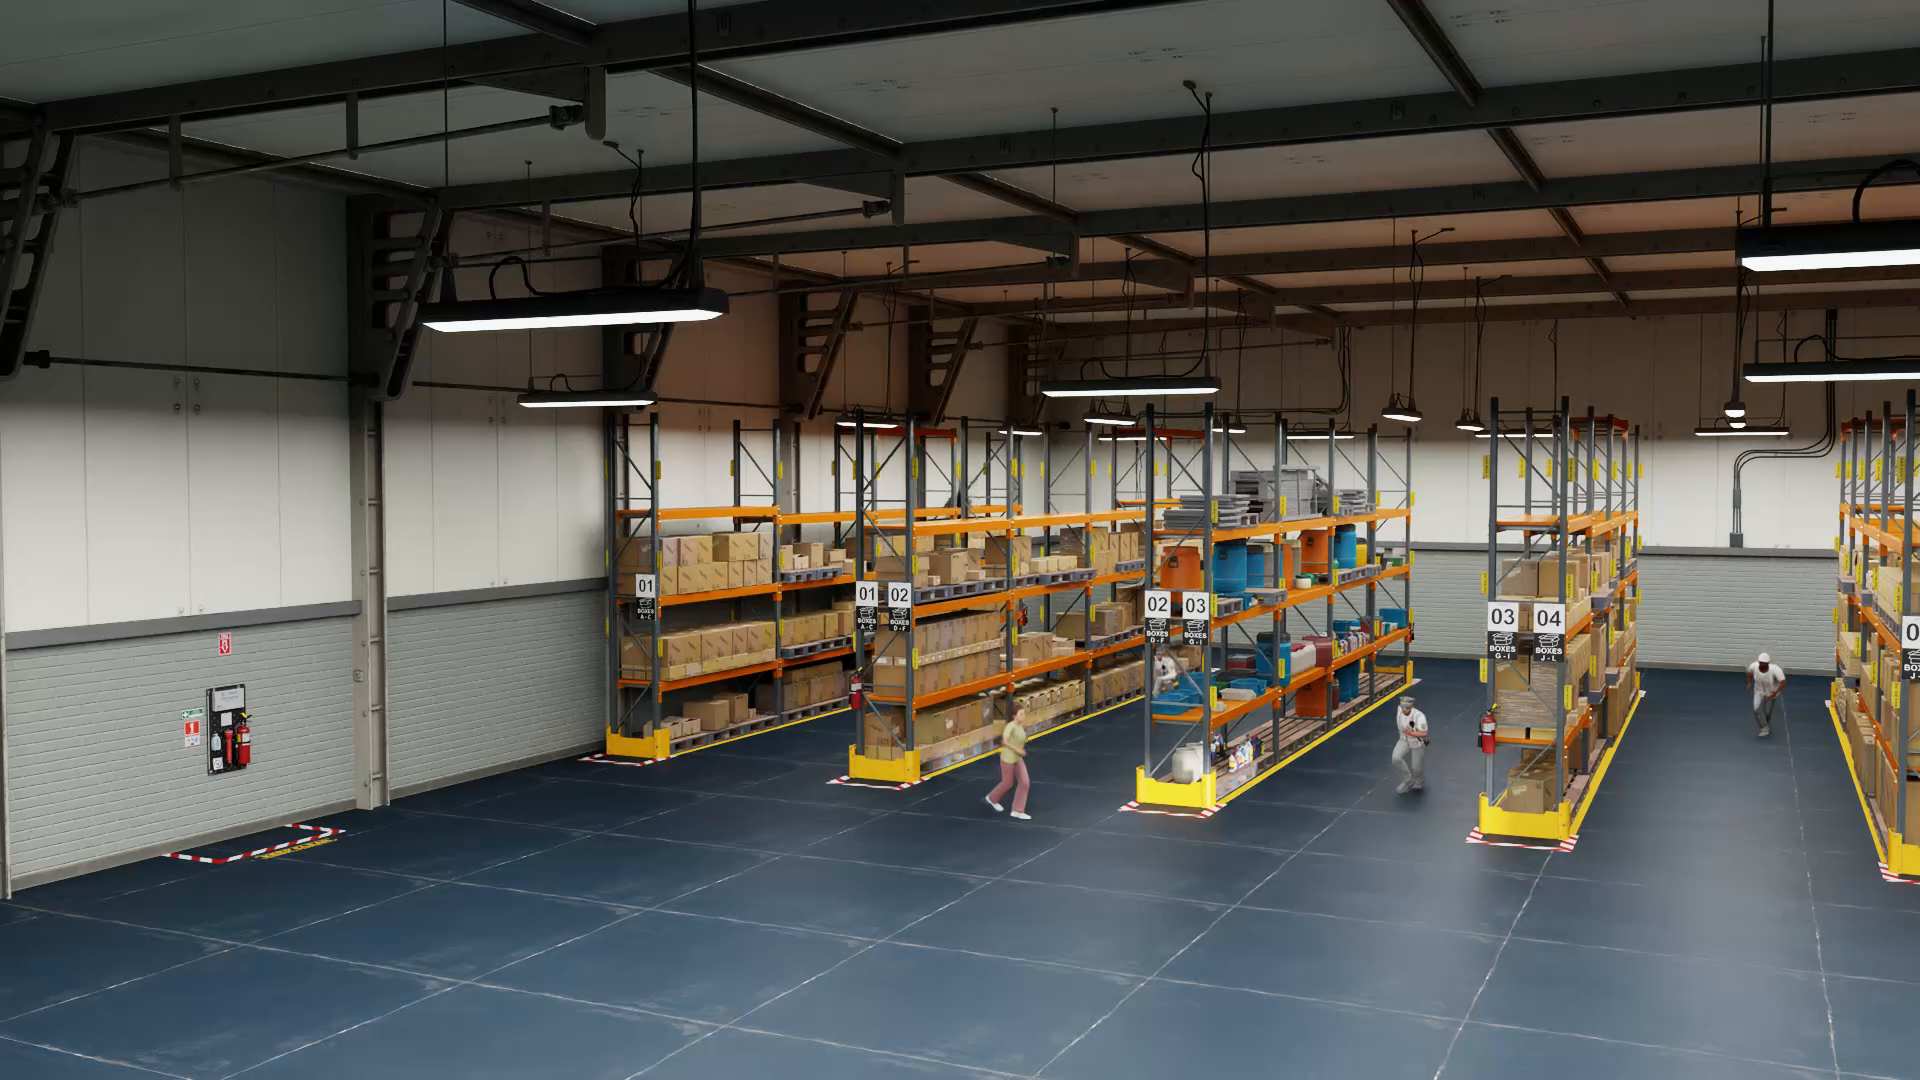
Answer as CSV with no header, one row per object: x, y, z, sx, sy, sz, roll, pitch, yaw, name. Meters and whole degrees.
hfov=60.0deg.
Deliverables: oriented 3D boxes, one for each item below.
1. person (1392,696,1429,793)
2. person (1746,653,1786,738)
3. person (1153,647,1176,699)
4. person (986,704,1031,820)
6.988,3.141,25.643,0.624,1.536,1.123,2,3,38,person
15.205,2.891,31.327,0.702,1.610,1.128,2,3,35,person
4.100,2.846,33.098,0.610,1.495,1.049,1,3,30,person
0.678,3.166,23.890,0.846,1.632,0.546,2,3,39,person
